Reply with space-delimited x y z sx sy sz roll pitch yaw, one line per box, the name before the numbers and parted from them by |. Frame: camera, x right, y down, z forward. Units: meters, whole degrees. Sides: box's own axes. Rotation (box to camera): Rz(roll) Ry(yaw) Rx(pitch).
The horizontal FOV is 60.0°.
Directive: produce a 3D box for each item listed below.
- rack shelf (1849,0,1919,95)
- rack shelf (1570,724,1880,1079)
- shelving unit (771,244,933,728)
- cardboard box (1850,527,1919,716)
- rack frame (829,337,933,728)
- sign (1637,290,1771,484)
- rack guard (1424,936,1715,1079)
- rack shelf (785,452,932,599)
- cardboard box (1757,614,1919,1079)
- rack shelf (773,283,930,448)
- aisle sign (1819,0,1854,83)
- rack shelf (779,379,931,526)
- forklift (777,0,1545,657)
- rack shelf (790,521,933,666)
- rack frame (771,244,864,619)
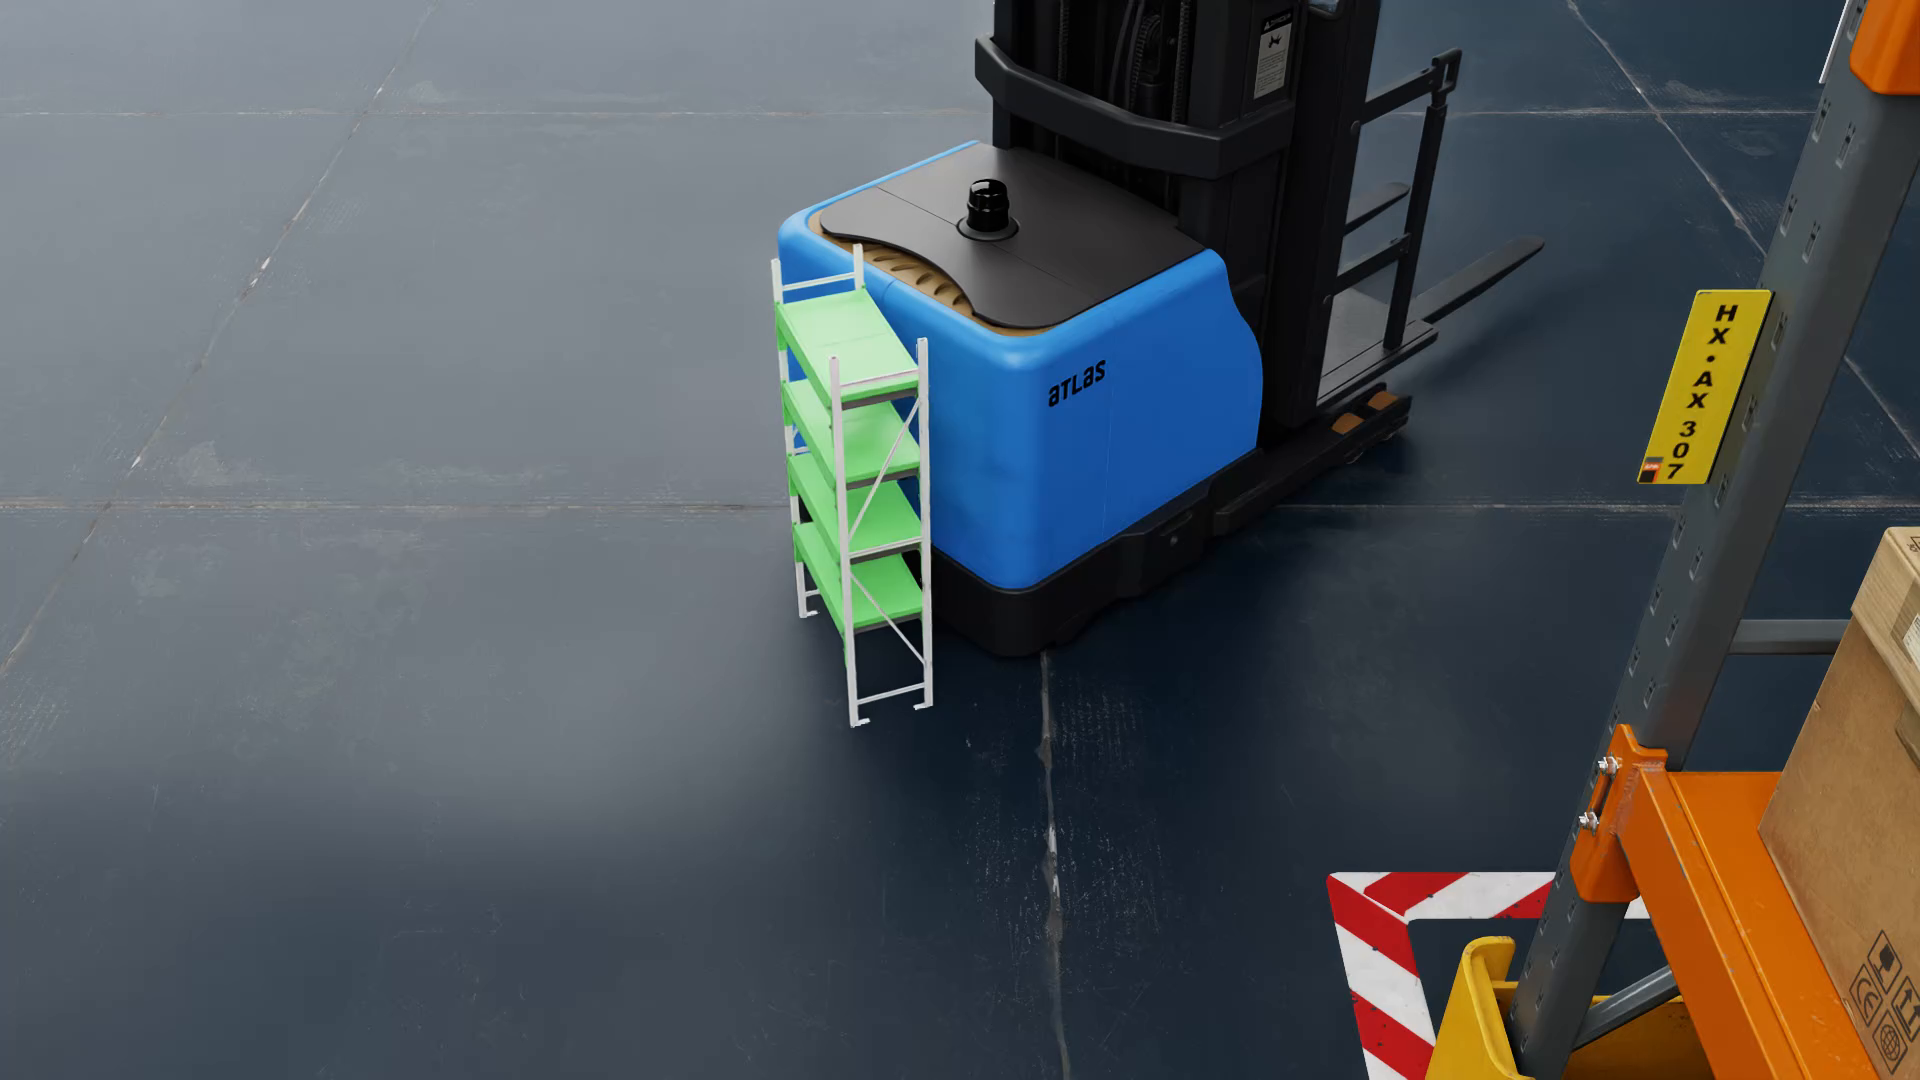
rack shelf | 1.609 0.521 0.377 1.077 0.370 4.000 0 39 0
rack shelf | 1.609 1.692 1.315 1.077 0.370 4.000 0 39 0
shelving unit | -0.278 -0.122 4.443 0.258 1.200 0.503 -14 41 -16
cardboard box | 1.392 0.114 2.111 0.380 0.149 0.250 0 39 0
rack frame | -0.190 0.021 4.265 0.240 1.200 0.015 -14 41 -16
sign | 1.052 -0.212 2.360 0.100 0.325 0.005 0 39 0
rack guard | 1.607 1.121 3.451 1.175 0.500 0.348 0 39 0
rack shelf | -0.278 -0.072 4.482 0.258 0.148 0.480 -14 41 -16
cardboard box | 1.595 0.413 2.255 0.700 0.500 0.500 0 39 0
rack shelf | -0.278 -0.446 4.182 0.258 0.148 0.480 -14 41 -16
aisle sign | 1.301 -0.895 1.889 0.394 0.787 0.004 0 39 0
rack shelf | -0.278 -0.259 4.332 0.258 0.148 0.480 -14 41 -16
forklift | 0.891 -1.613 4.919 3.031 2.935 1.130 -30 48 -32
rack shelf | -0.278 0.115 4.633 0.258 0.148 0.480 -14 41 -16
rack frame | -0.365 -0.264 4.620 0.240 1.200 0.015 -14 41 -16
